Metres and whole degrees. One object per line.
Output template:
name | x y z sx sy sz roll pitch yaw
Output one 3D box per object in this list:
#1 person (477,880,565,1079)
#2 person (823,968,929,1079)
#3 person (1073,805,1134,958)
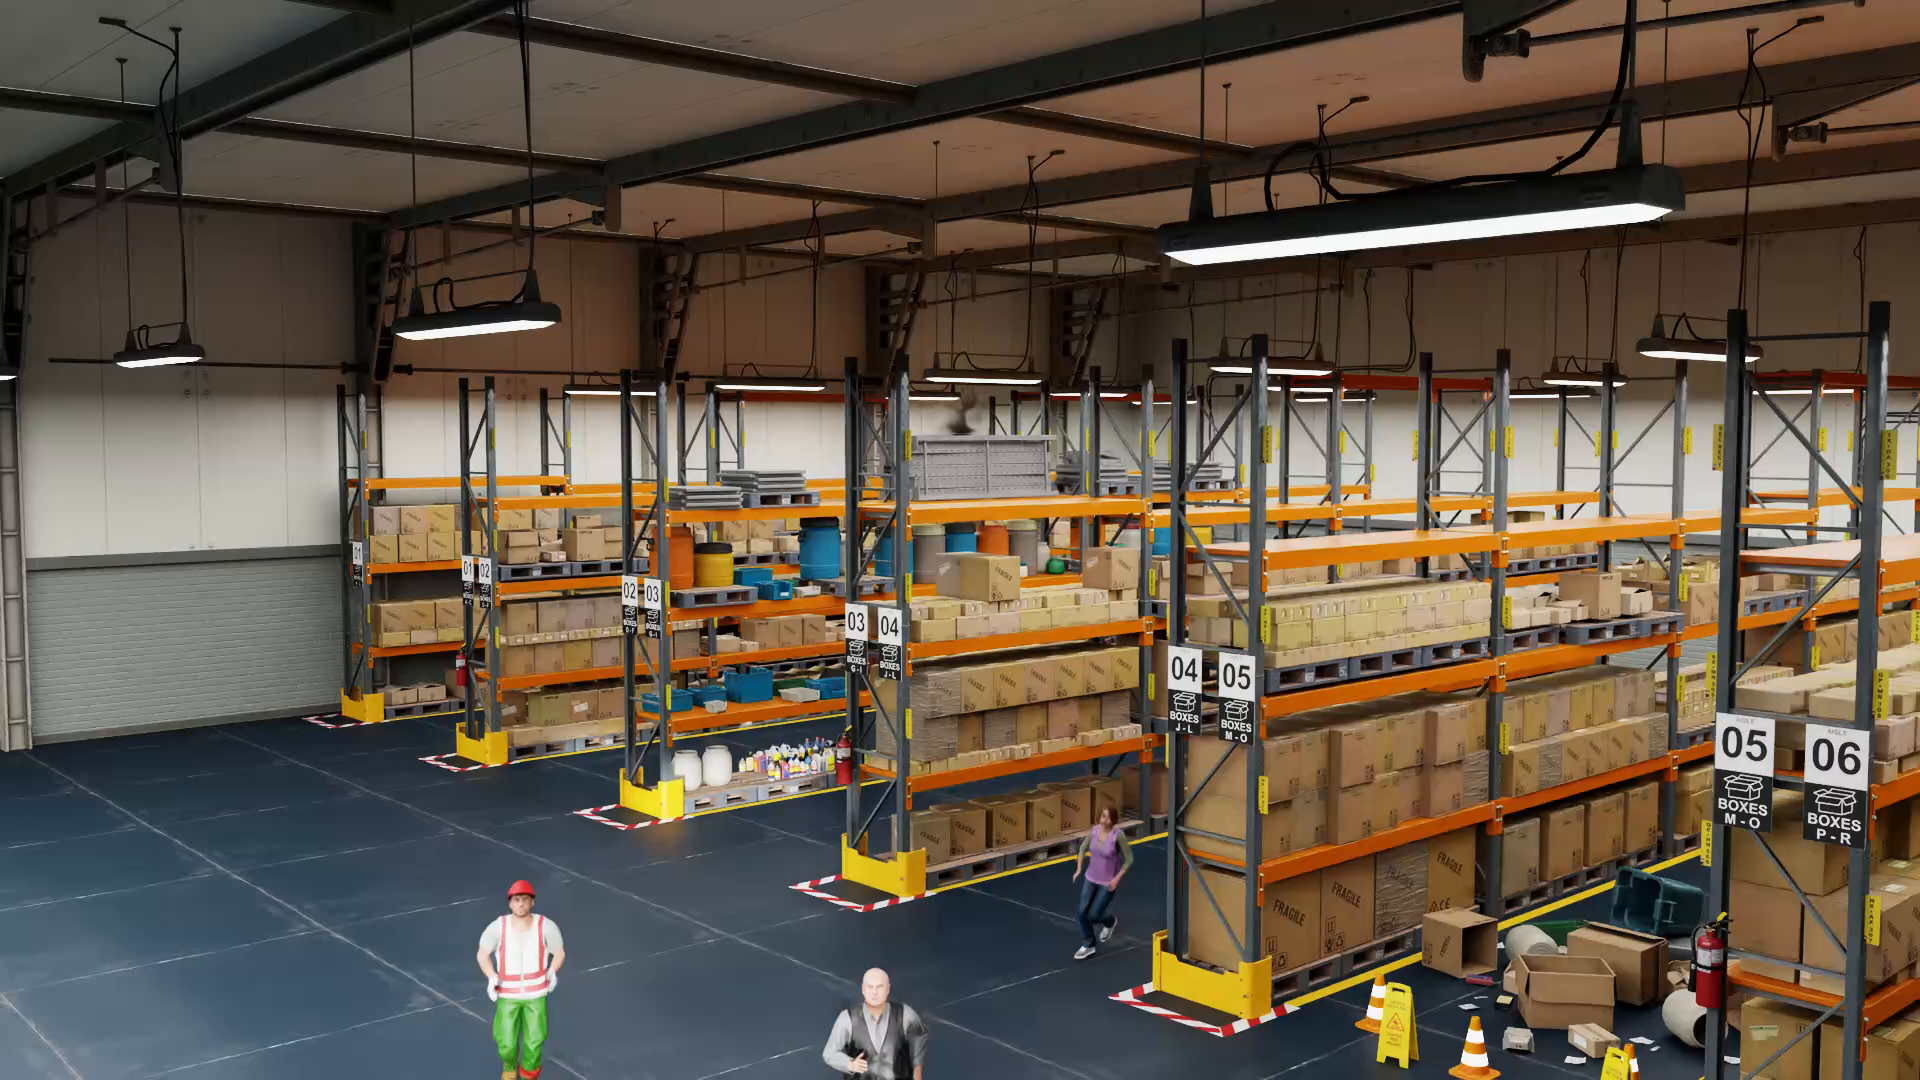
person | -3.333 3.460 12.664 0.651 1.737 0.610 -1 4 -15
person | -0.536 3.580 10.651 0.676 1.715 0.931 0 4 -1
person | 1.419 3.339 16.295 0.582 1.543 0.509 3 5 37
